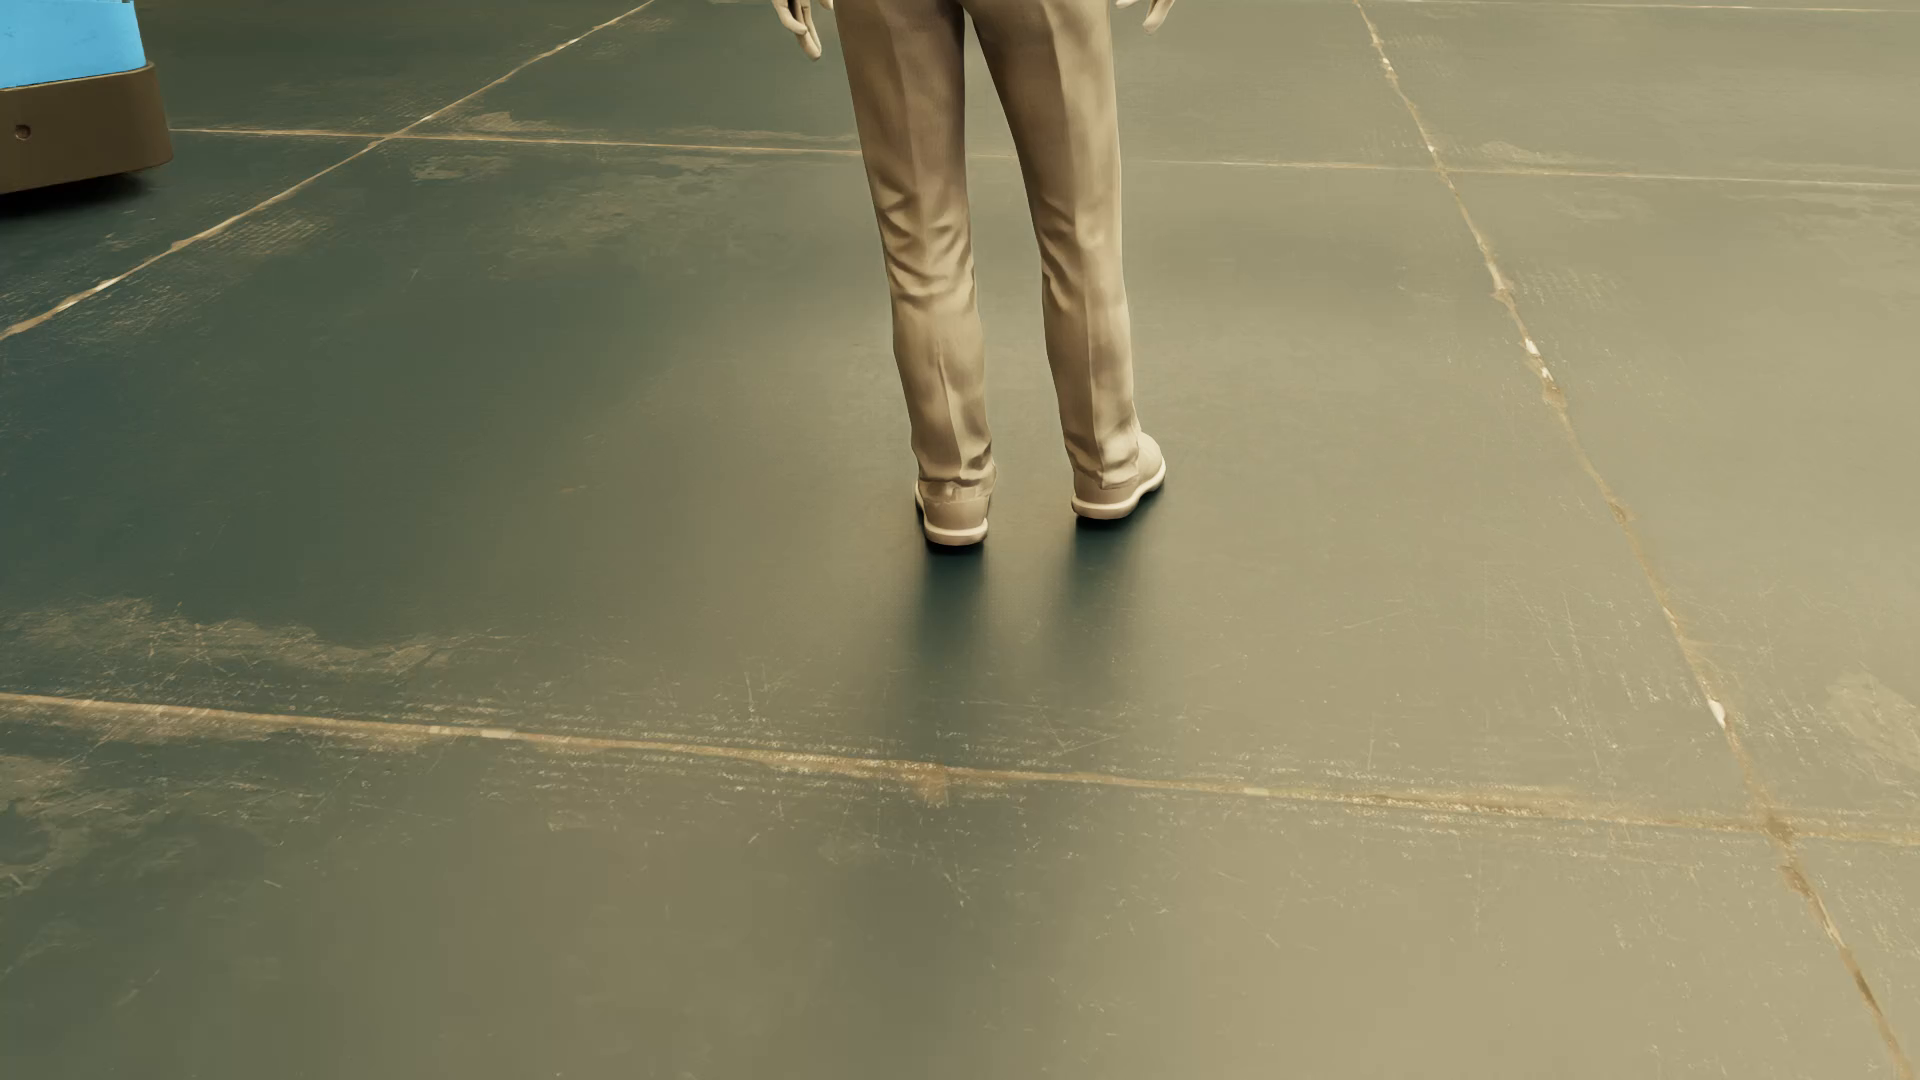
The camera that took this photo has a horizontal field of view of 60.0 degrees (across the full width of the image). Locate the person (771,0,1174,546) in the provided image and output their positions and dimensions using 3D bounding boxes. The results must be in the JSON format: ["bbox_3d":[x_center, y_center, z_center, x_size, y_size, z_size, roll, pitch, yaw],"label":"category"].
[{"bbox_3d":[0.016,-0.795,2.179,0.586,1.694,0.530,3,27,7],"label":"person"}]

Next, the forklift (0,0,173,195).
[{"bbox_3d":[-3.469,-2.513,4.254,3.031,2.935,1.130,22,34,37],"label":"forklift"}]
